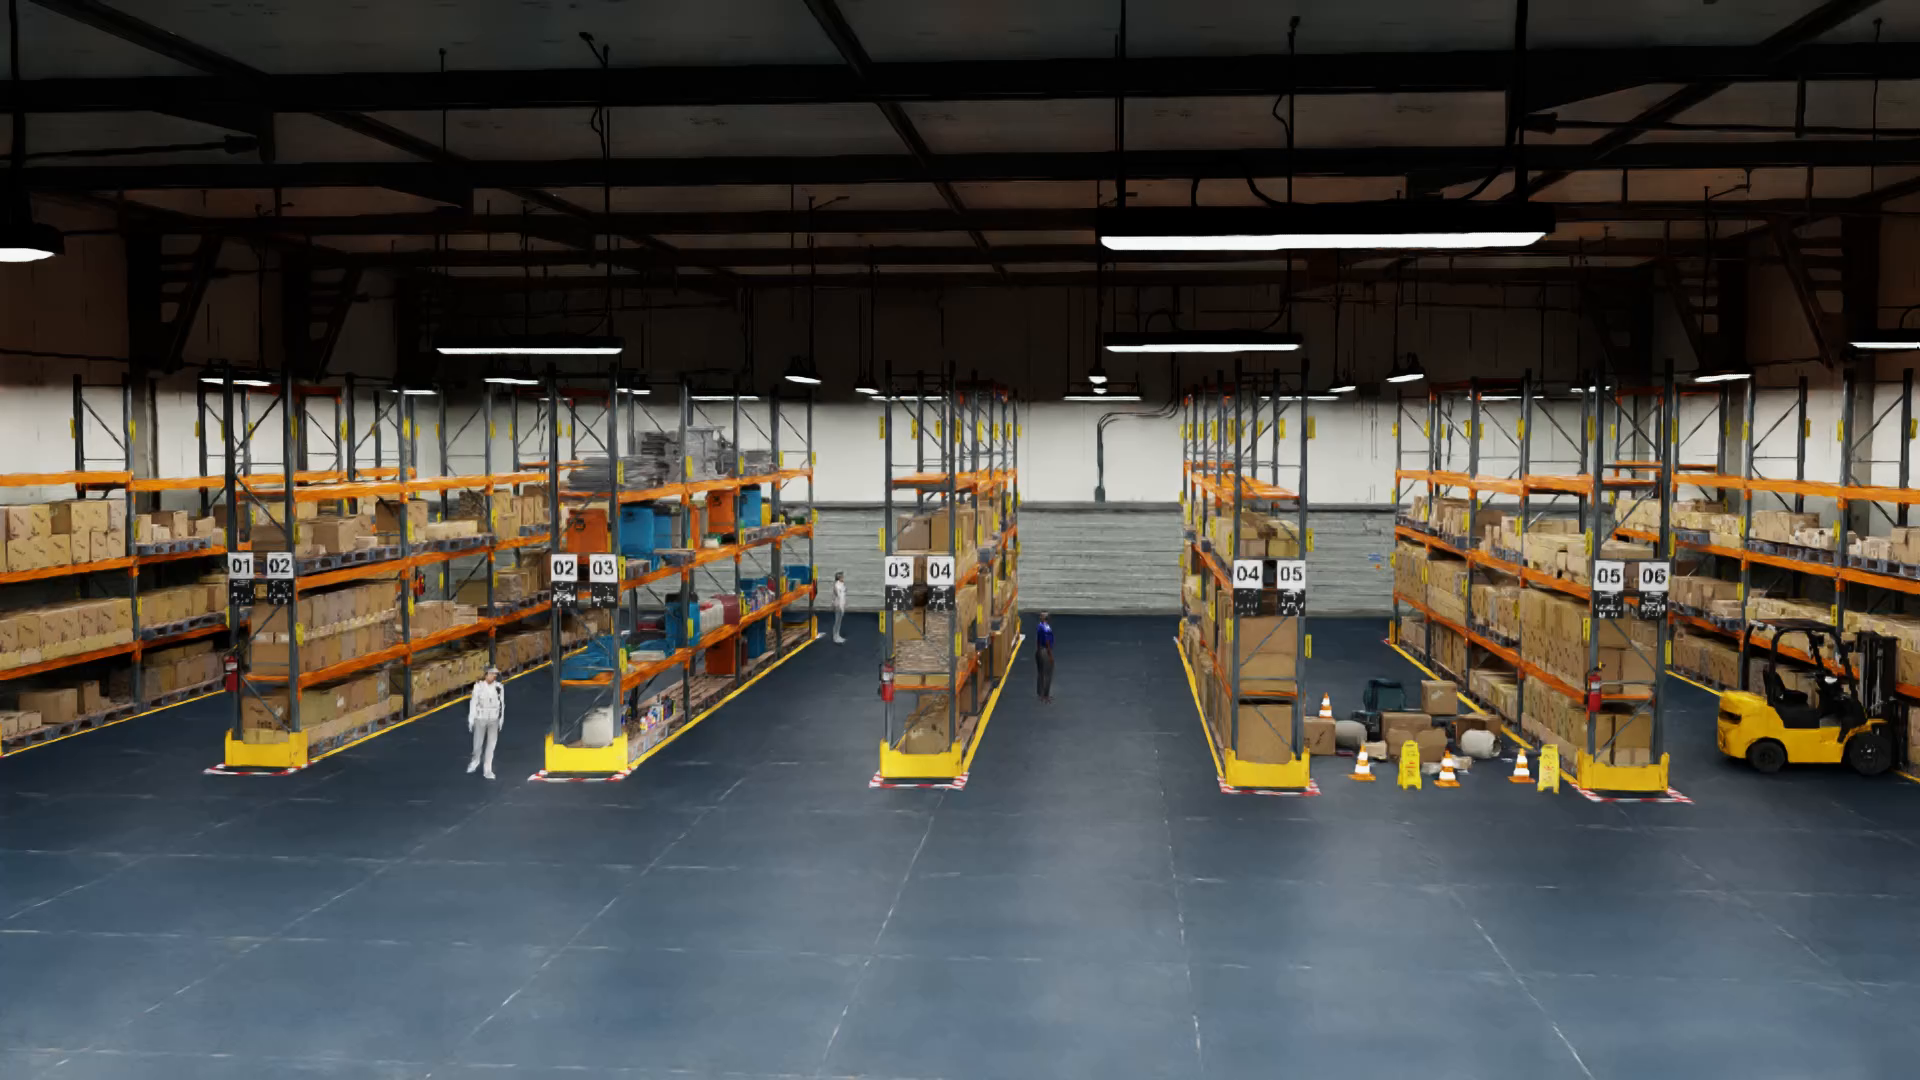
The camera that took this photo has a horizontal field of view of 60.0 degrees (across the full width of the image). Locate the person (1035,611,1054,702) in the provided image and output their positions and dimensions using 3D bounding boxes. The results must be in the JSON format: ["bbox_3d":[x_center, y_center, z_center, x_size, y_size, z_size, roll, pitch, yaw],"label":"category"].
[{"bbox_3d":[1.594,2.170,30.893,0.360,1.721,0.526,-2,4,-23],"label":"person"}]

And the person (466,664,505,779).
[{"bbox_3d":[-6.851,2.594,24.011,0.538,1.671,0.518,-2,4,-31],"label":"person"}]

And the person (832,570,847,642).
[{"bbox_3d":[-2.850,1.560,39.330,0.364,1.682,0.582,-1,4,-17],"label":"person"}]

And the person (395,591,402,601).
[{"bbox_3d":[-14.502,1.392,42.699,0.428,1.588,0.574,2,4,29],"label":"person"}]
